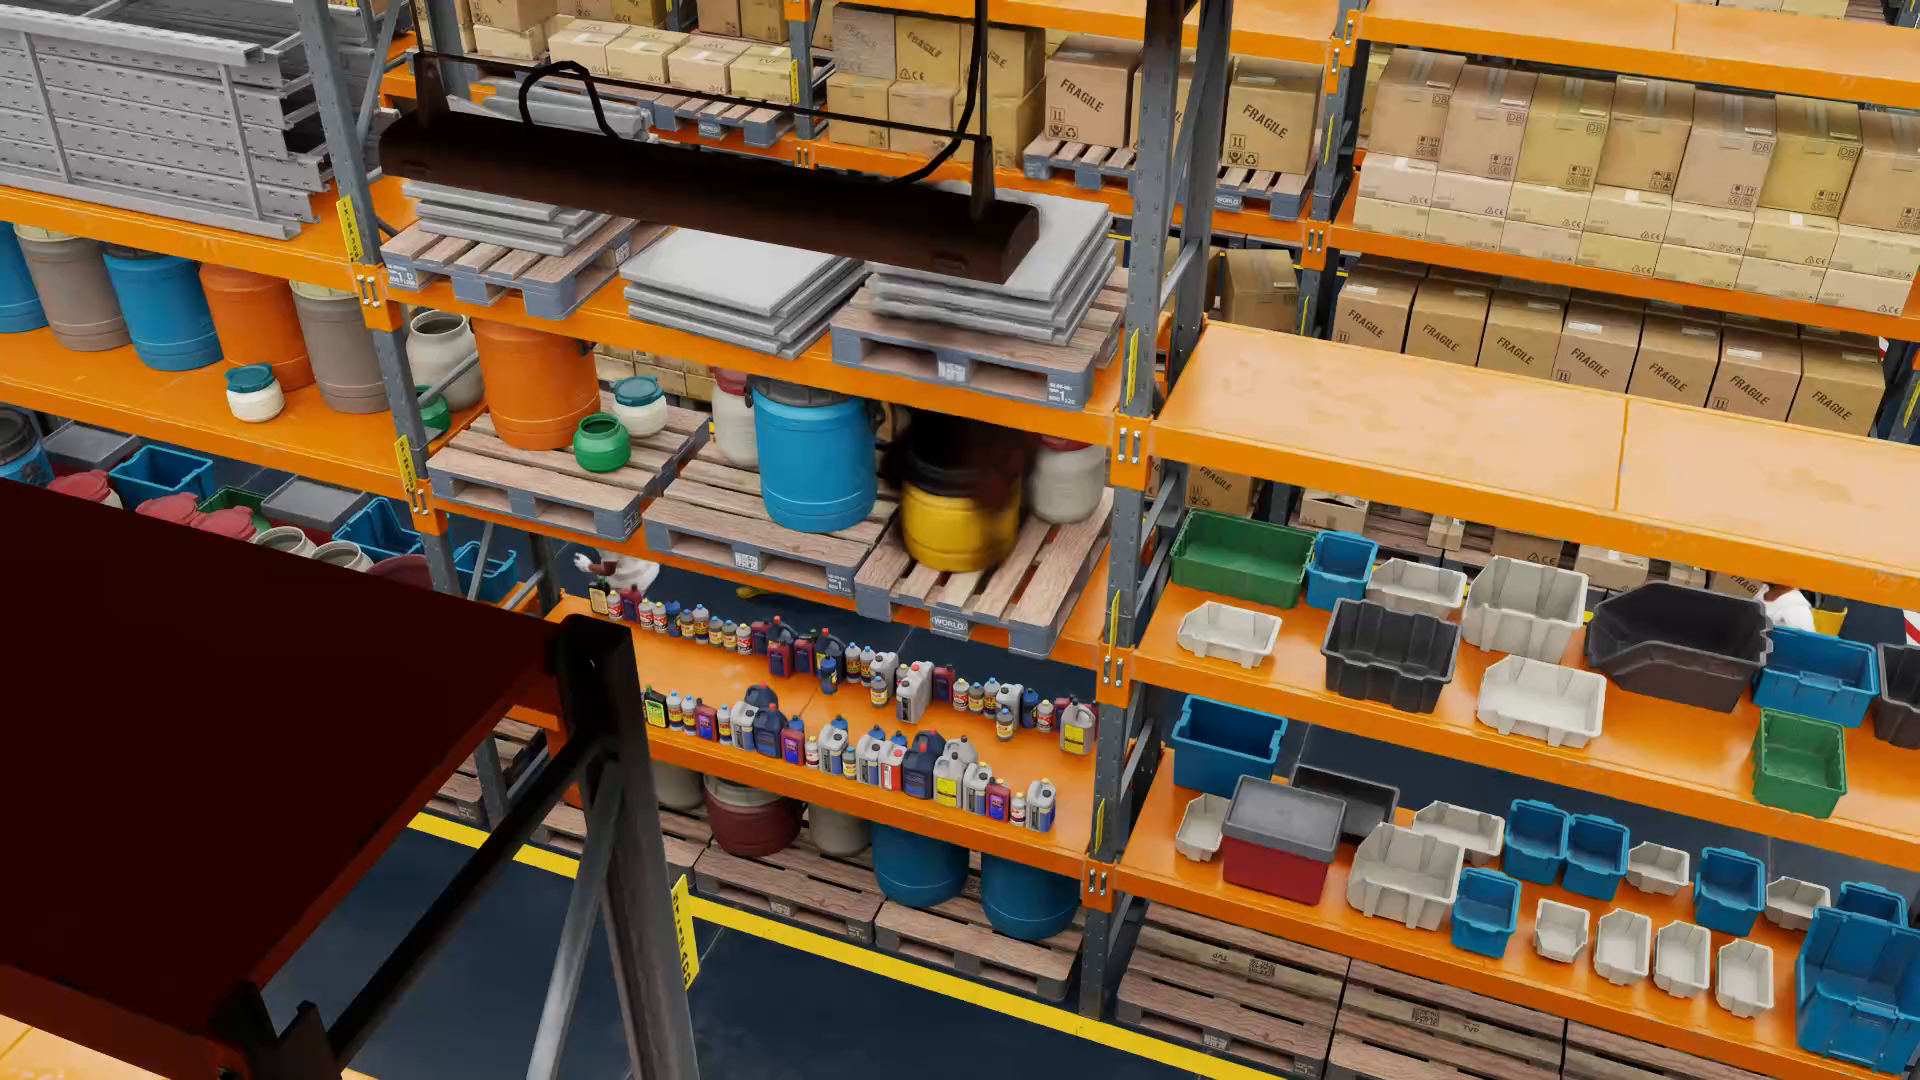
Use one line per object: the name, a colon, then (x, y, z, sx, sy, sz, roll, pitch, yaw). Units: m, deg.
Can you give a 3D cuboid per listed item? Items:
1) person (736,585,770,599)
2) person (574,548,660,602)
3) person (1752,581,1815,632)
person: (-1.264, -0.298, 12.298, 0.890, 1.796, 0.640, 11, 38, 14)
person: (-2.335, 0.237, 11.611, 0.618, 1.746, 0.666, 11, 38, 14)
person: (5.314, 0.803, 10.888, 0.891, 1.713, 0.706, 0, 36, 0)
